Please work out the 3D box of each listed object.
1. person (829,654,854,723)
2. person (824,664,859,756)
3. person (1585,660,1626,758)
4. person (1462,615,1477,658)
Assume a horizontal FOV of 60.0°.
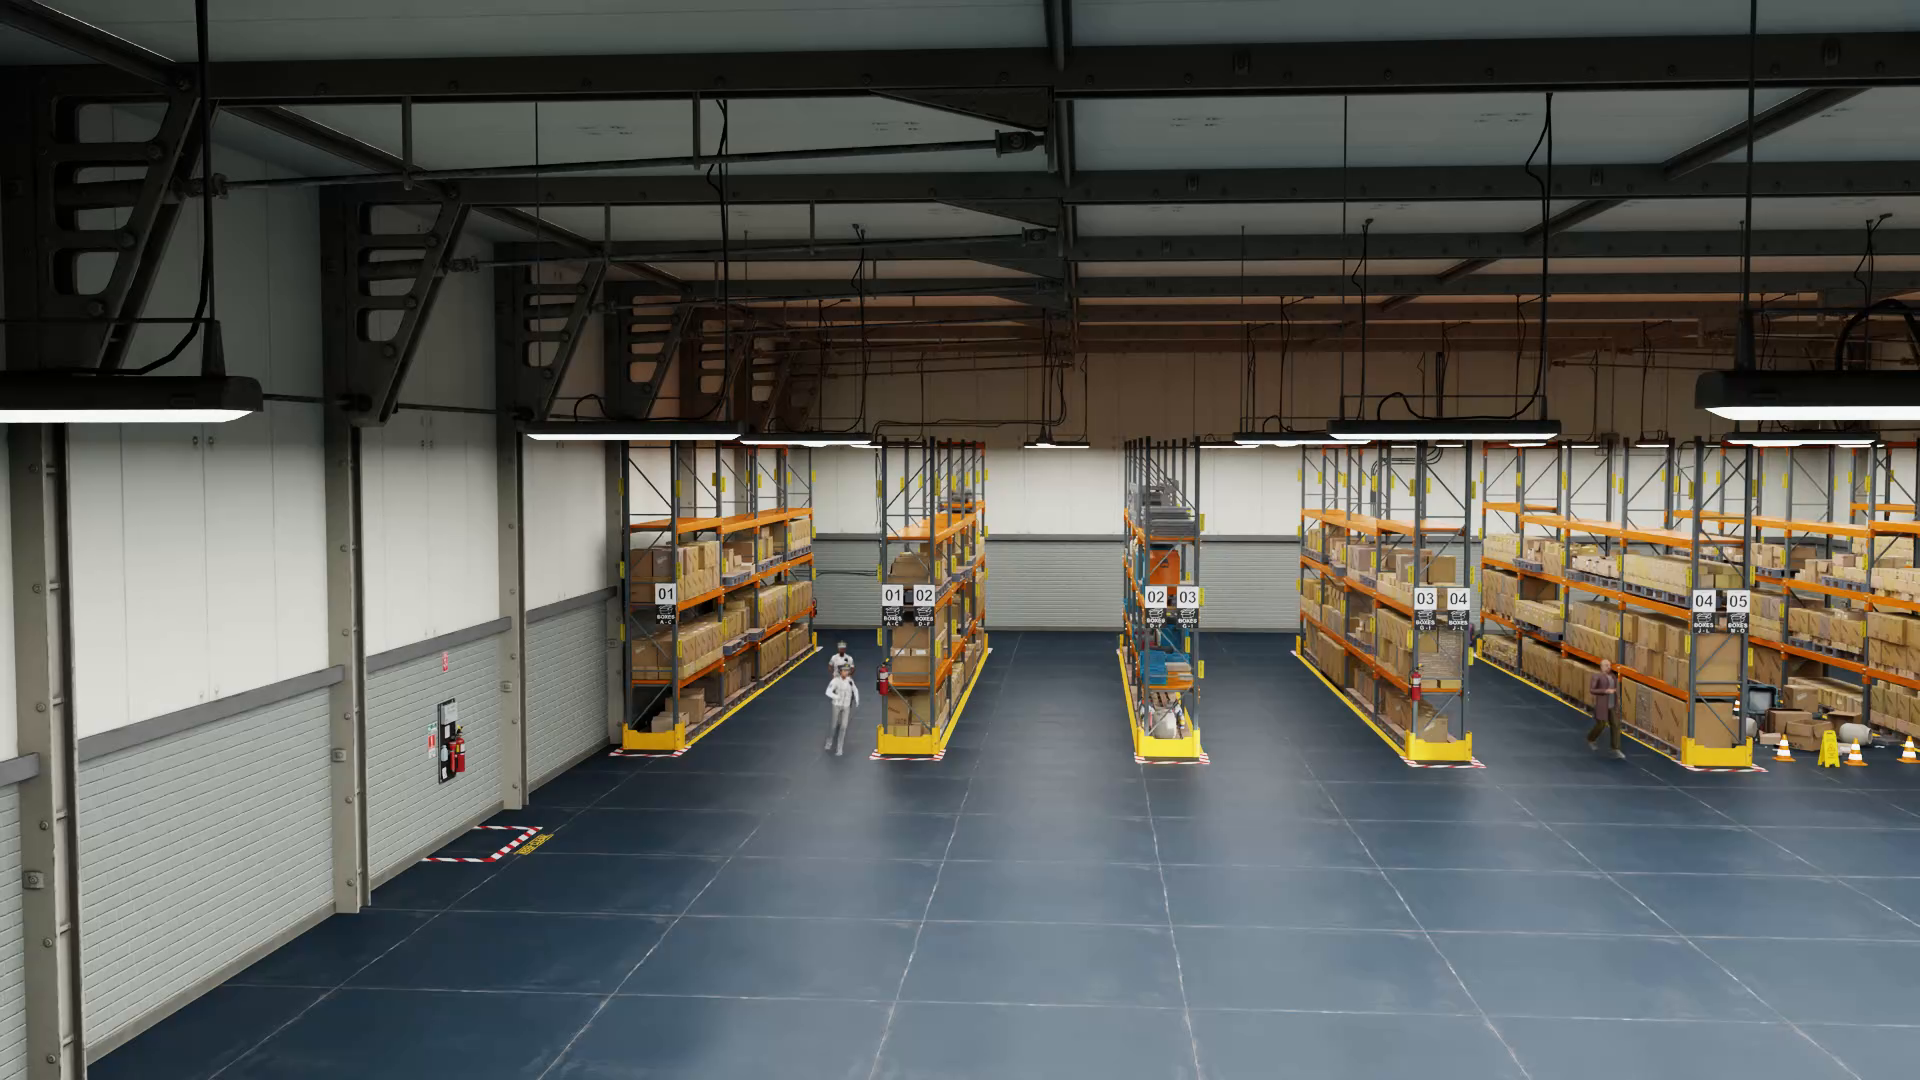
[{"bbox_3d":[-2.515,3.128,35.340,0.542,1.451,0.842,0,3,-3],"label":"person"},{"bbox_3d":[-2.215,3.189,31.553,0.668,1.699,0.774,-1,3,-18],"label":"person"},{"bbox_3d":[12.108,3.131,31.159,0.709,1.780,1.009,-1,3,-14],"label":"person"},{"bbox_3d":[12.996,2.665,42.657,0.523,1.568,0.549,0,3,8],"label":"person"}]
